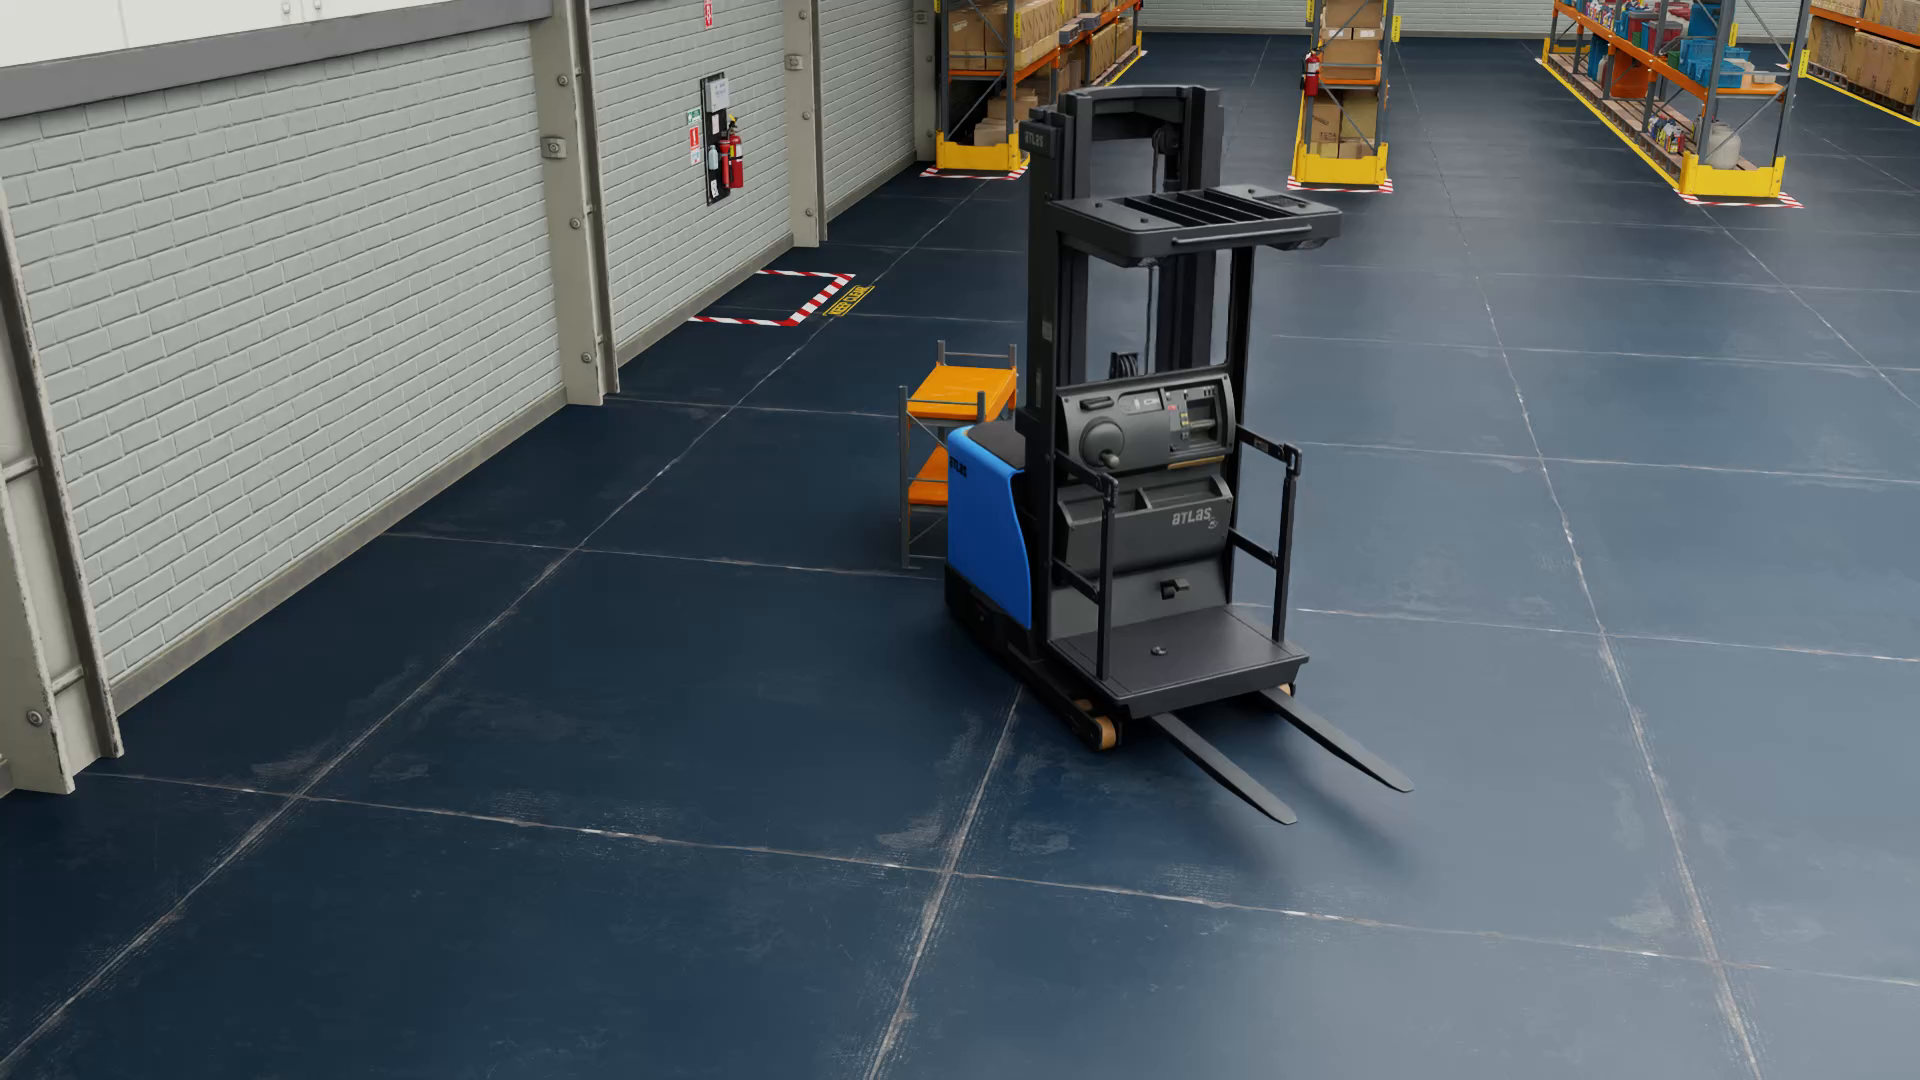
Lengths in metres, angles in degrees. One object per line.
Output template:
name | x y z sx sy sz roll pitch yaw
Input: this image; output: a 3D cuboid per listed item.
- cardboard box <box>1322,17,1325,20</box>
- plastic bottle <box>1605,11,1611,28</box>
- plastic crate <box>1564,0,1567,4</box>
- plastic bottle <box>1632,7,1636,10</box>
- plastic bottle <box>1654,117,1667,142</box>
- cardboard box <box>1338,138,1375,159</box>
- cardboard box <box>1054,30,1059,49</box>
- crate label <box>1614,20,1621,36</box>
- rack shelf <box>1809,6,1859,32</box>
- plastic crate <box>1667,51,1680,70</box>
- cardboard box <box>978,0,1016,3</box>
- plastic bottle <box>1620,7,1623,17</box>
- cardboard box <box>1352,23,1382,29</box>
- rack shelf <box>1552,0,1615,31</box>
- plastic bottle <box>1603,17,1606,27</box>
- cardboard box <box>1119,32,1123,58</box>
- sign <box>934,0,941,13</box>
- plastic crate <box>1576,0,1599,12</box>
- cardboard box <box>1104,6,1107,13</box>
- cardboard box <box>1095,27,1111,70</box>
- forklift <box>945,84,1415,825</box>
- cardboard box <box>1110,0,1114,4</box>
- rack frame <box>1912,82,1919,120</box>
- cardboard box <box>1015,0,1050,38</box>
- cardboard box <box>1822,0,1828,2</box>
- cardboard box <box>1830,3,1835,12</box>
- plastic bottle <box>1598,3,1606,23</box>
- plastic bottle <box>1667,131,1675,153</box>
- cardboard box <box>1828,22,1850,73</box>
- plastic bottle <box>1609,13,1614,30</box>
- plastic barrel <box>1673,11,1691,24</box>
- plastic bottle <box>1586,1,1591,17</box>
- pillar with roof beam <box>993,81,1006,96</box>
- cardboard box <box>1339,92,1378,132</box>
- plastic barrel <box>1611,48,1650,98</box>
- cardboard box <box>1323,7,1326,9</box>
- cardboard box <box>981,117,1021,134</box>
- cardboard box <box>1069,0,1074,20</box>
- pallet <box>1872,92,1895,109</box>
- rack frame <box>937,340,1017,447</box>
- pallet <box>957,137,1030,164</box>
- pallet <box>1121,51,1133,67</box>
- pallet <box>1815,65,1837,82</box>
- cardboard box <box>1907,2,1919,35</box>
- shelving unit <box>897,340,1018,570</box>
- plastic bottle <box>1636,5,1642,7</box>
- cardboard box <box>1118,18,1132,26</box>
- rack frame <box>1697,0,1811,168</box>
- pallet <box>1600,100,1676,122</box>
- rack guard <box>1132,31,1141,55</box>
cardboard box | 5.296 -7.281 23.414 0.380 0.149 0.250 4 22 10
plastic bottle | 11.404 -9.147 29.223 0.097 0.271 0.097 0 22 0
plastic crate | 12.562 -11.088 34.013 0.416 0.233 0.300 4 22 11
plastic bottle | 12.245 -9.544 30.208 0.097 0.271 0.097 0 22 0
plastic bottle | 10.146 -5.939 24.041 0.144 0.351 0.185 4 22 9
cardboard box | 5.418 -5.310 22.642 0.500 0.250 0.500 4 22 11
cardboard box | 1.257 -7.794 25.866 0.500 0.250 0.500 5 22 11
crate label | 11.118 -8.556 27.806 0.303 0.233 0.416 4 22 11
rack shelf | 17.644 -10.242 32.731 1.077 0.370 4.000 4 22 11
plastic crate | 10.202 -6.723 23.314 0.450 0.188 0.662 4 22 11
cardboard box | 0.540 -7.812 24.905 0.500 0.500 0.500 5 22 12
plastic bottle | 12.498 -9.963 31.343 0.097 0.201 0.097 0 22 0
cardboard box | 5.538 -6.966 22.633 0.380 0.149 0.250 4 22 10
rack shelf | 12.796 -10.619 33.669 1.077 0.370 4.000 4 22 11
plastic bottle | 11.444 -9.186 29.412 0.097 0.201 0.097 0 22 0
cardboard box | 3.048 -10.461 35.097 0.700 0.500 0.500 4 22 10
sign | -0.299 -7.321 22.544 0.100 0.325 0.005 4 22 11
plastic crate | 12.149 -10.439 32.199 0.392 0.384 0.575 4 22 11
cardboard box | 2.660 -10.354 32.355 0.380 0.149 0.250 4 22 11
cardboard box | 2.505 -9.601 32.494 0.750 0.750 0.750 5 23 13
forklift | 1.000 -0.546 7.785 1.130 2.935 3.031 -10 24 -23
cardboard box | 2.747 -10.795 32.584 0.500 0.500 0.500 5 22 11
rack frame | 16.420 -8.381 27.149 1.000 3.000 0.127 4 22 11
cardboard box | 1.053 -7.776 24.816 0.500 0.500 0.500 4 22 9
cardboard box | 17.485 -10.846 33.072 0.500 0.250 0.500 4 22 9
cardboard box | 17.293 -10.427 32.565 0.380 0.149 0.250 5 22 12
plastic bottle | 11.608 -9.506 30.007 0.144 0.351 0.185 4 22 11
plastic bottle | 9.890 -5.526 23.107 0.061 0.283 0.133 5 22 12
cardboard box | 17.633 -9.618 32.501 0.875 0.875 0.875 4 22 11
plastic bottle | 11.283 -8.969 28.765 0.061 0.283 0.133 4 22 11
plastic barrel | 11.315 -7.960 25.922 0.433 0.535 0.433 0 22 0
plastic bottle | 11.868 -10.017 31.367 0.061 0.283 0.133 4 22 11
pillar with roof beam | 4.975 -11.559 27.009 9.100 9.000 0.400 4 22 11
cardboard box | 5.607 -6.025 23.413 0.500 0.500 0.500 4 22 11
plastic barrel | 11.654 -8.127 28.860 0.600 0.830 0.708 4 22 11
cardboard box | 5.662 -7.939 25.047 0.380 0.149 0.250 4 22 11
cardboard box | 0.586 -6.000 24.246 0.500 0.311 0.500 6 23 15
cardboard box | 1.554 -9.134 28.296 0.700 0.500 0.500 4 22 11
pallet | 16.906 -7.815 29.476 1.003 0.211 1.213 4 22 11
rack frame | 0.105 -0.710 10.611 0.500 1.125 0.032 4 22 11
pallet | 0.456 -5.617 24.018 1.003 0.211 1.213 4 22 11
pallet | 3.167 -10.403 35.901 1.003 0.211 1.213 4 22 11
pallet | 17.715 -9.270 33.089 1.003 0.211 1.213 4 22 11
cardboard box | 16.386 -8.809 28.077 0.500 0.500 0.500 4 22 10
shelving unit | 0.001 -0.524 10.150 0.538 1.125 1.048 4 22 11
plastic bottle | 12.446 -9.677 30.533 0.152 0.276 0.135 4 22 11
cardboard box | 3.561 -11.358 36.455 0.380 0.149 0.250 5 22 12
rack frame | 9.939 -5.833 20.821 1.000 3.000 0.127 4 22 11
pallet | 11.375 -7.185 27.911 1.003 0.211 1.213 4 22 11
rack guard | 3.510 -11.289 37.715 1.175 0.500 0.348 4 22 11
